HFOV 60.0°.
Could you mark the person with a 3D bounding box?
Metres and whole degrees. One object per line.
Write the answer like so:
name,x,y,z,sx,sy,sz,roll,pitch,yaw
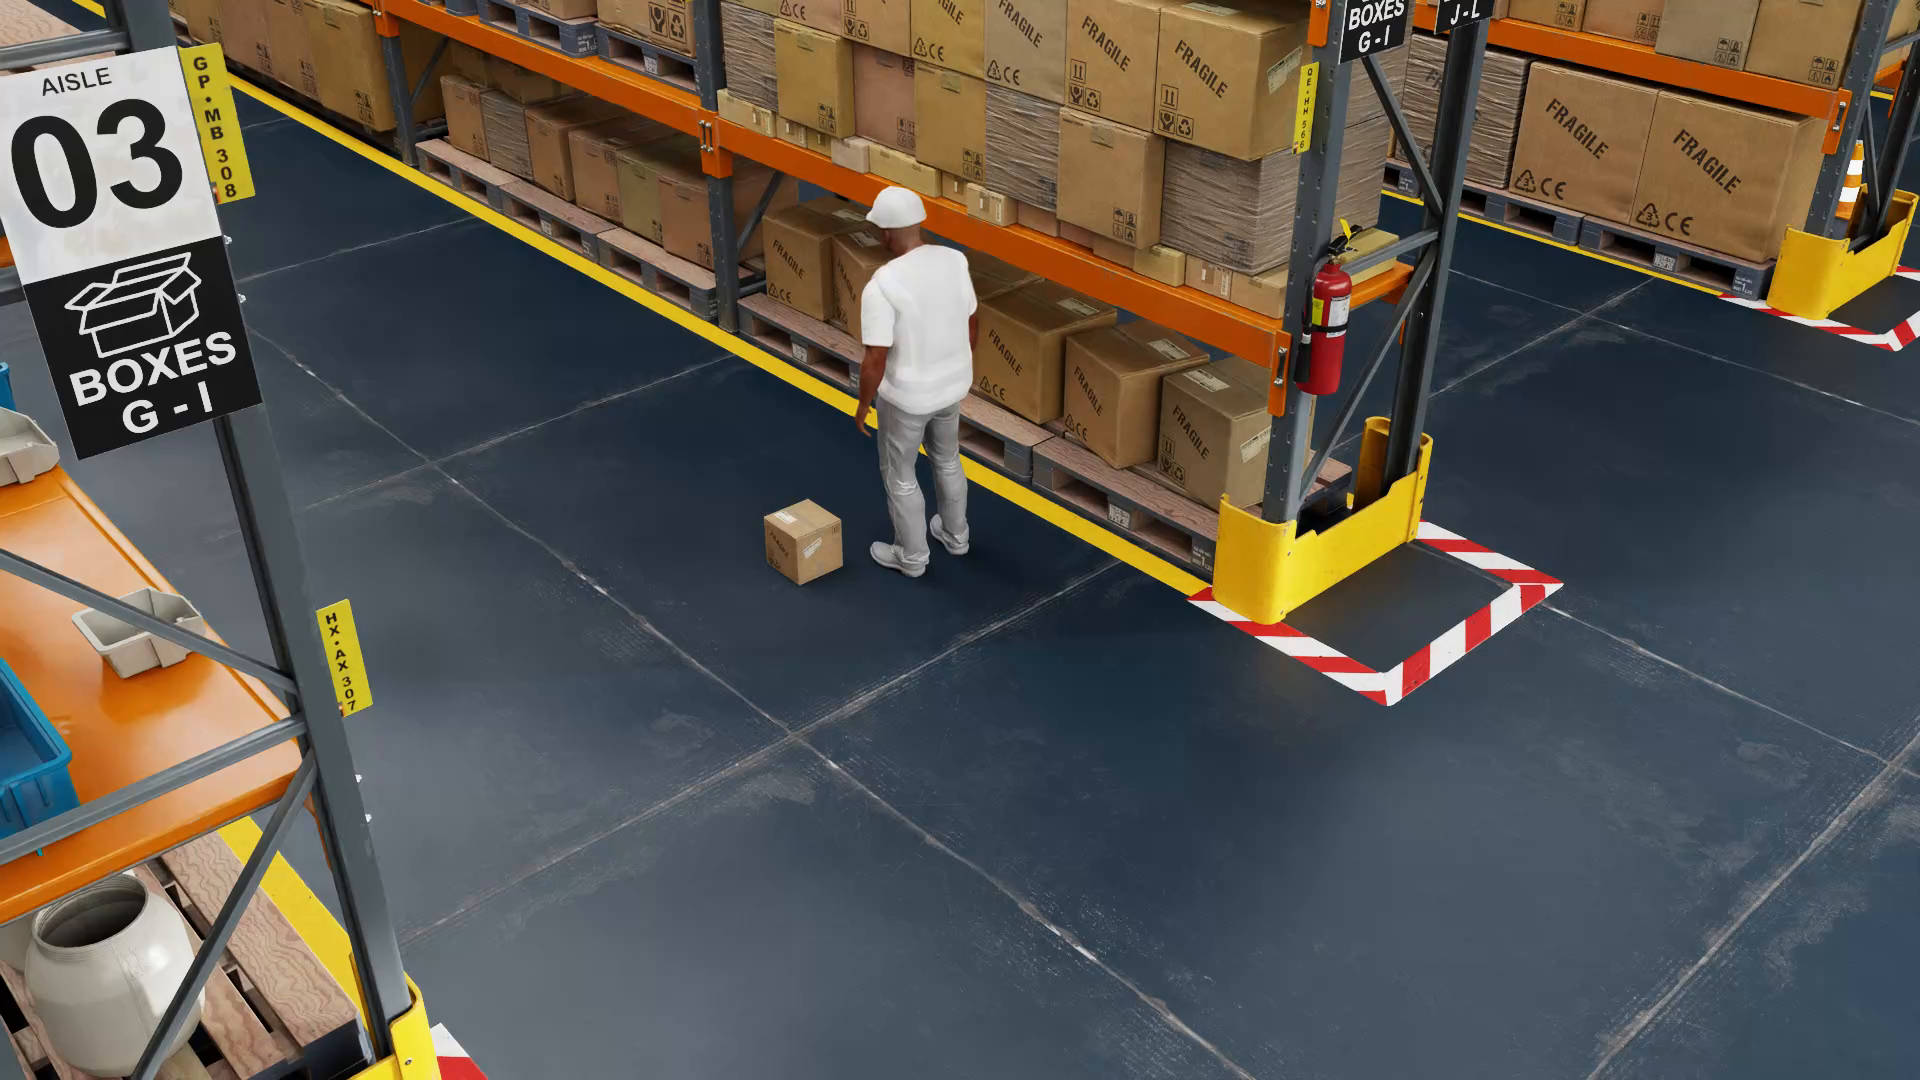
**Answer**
person,-0.192,-0.672,7.215,0.636,1.757,0.462,-24,39,-34
